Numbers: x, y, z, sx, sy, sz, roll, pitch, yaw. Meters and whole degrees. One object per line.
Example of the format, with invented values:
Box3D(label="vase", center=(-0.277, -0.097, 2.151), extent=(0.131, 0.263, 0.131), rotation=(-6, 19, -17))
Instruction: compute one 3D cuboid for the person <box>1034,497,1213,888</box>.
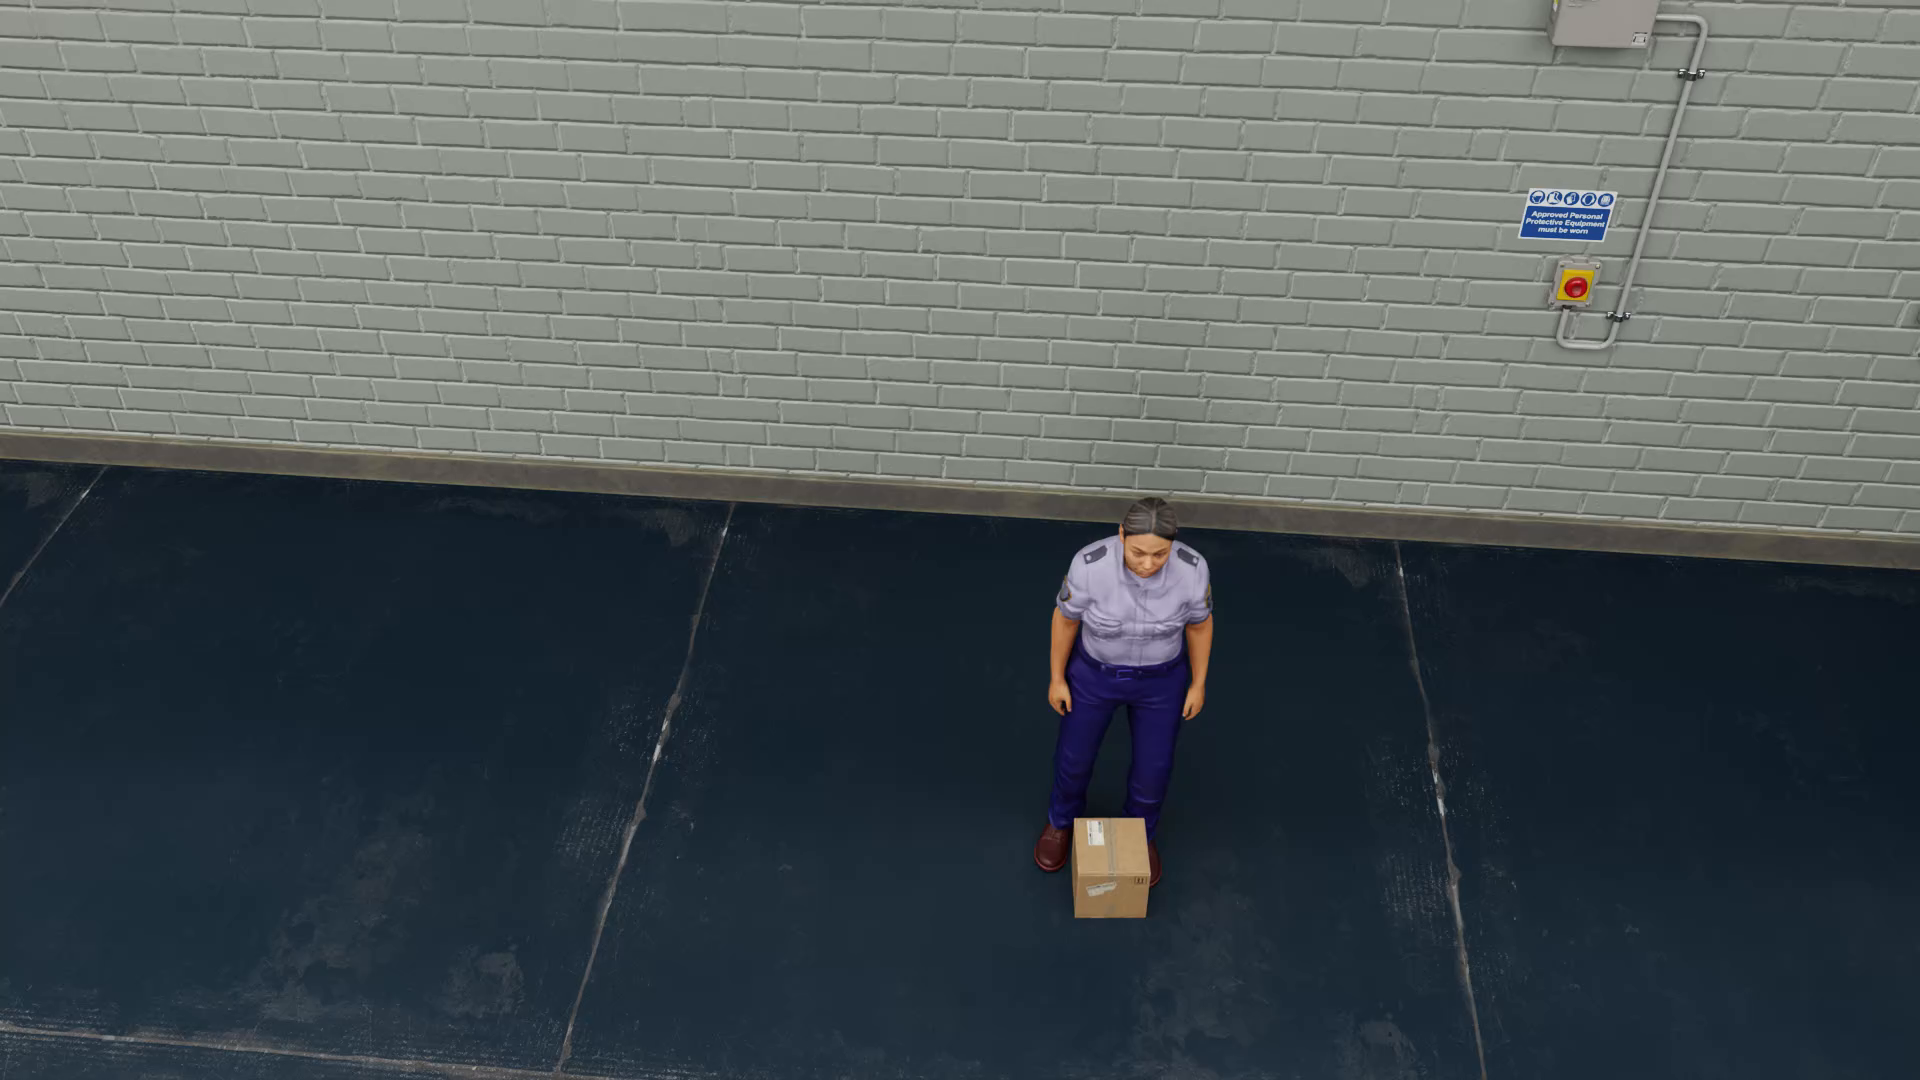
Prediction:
Box3D(label="person", center=(0.552, 0.488, 5.587), extent=(0.555, 1.652, 0.416), rotation=(2, 40, 3))
